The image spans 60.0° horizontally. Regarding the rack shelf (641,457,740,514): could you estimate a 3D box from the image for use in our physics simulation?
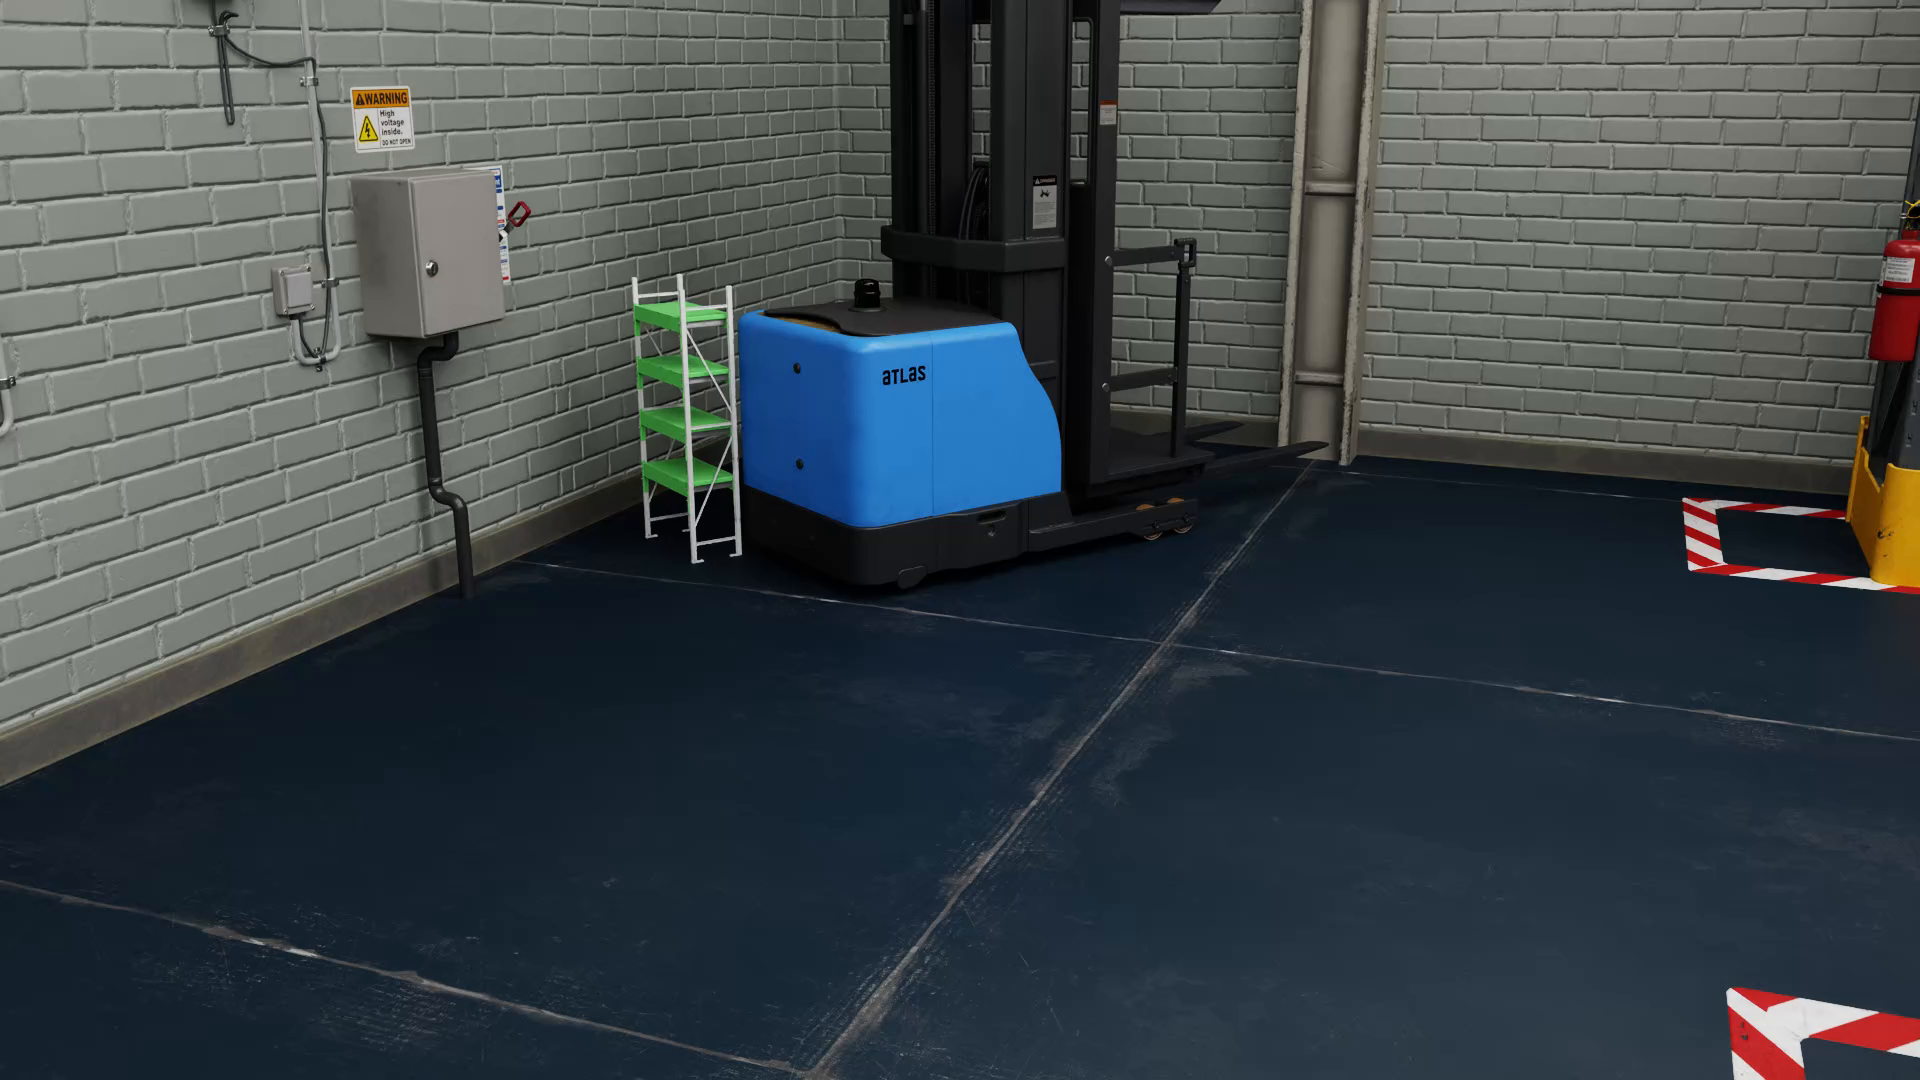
[{"bbox_3d":[-1.218,-0.257,7.497,0.258,0.148,0.480,-11,19,-33],"label":"rack shelf"}]

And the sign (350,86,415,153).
[{"bbox_3d":[-2.209,-1.614,6.370,0.001,0.242,0.339,6,17,21],"label":"sign"}]

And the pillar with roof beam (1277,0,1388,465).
[{"bbox_3d":[0.412,-3.671,4.179,0.400,9.000,9.100,6,17,21],"label":"pillar with roof beam"}]

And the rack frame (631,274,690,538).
[{"bbox_3d":[-1.355,-0.605,7.605,0.240,1.200,0.015,-11,19,-33],"label":"rack frame"}]

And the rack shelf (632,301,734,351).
[{"bbox_3d":[-1.218,-0.948,7.296,0.258,0.148,0.480,-11,19,-33],"label":"rack shelf"}]

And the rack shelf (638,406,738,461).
[{"bbox_3d":[-1.218,-0.487,7.430,0.258,0.148,0.480,-11,19,-33],"label":"rack shelf"}]

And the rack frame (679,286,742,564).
[{"bbox_3d":[-1.080,-0.493,7.218,0.240,1.200,0.015,-11,19,-33],"label":"rack frame"}]

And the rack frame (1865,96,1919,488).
[{"bbox_3d":[4.169,-1.397,7.106,0.127,3.000,1.000,6,17,21],"label":"rack frame"}]

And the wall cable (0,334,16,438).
[{"bbox_3d":[-2.903,-1.183,4.491,0.123,1.953,0.585,6,17,21],"label":"wall cable"}]

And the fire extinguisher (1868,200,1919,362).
[{"bbox_3d":[3.862,-1.076,6.808,0.183,0.674,0.296,6,17,21],"label":"fire extinguisher"}]

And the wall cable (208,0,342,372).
[{"bbox_3d":[-2.393,-1.537,5.766,0.122,1.984,0.588,6,17,21],"label":"wall cable"}]

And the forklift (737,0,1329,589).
[{"bbox_3d":[0.498,-1.512,7.624,3.031,2.935,1.130,-12,20,-35],"label":"forklift"}]

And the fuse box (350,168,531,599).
[{"bbox_3d":[-1.996,-0.591,6.641,0.414,1.711,0.539,6,17,21],"label":"fuse box"}]

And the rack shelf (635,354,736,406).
[{"bbox_3d":[-1.218,-0.718,7.363,0.258,0.148,0.480,-11,19,-33],"label":"rack shelf"}]

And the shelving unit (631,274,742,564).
[{"bbox_3d":[-1.218,-0.549,7.412,0.258,1.200,0.503,-11,19,-33],"label":"shelving unit"}]

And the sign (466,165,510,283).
[{"bbox_3d":[-2.008,-1.314,6.989,0.001,0.494,0.329,6,17,21],"label":"sign"}]

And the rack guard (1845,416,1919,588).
[{"bbox_3d":[4.240,-0.189,7.428,0.348,0.500,1.175,6,17,21],"label":"rack guard"}]
